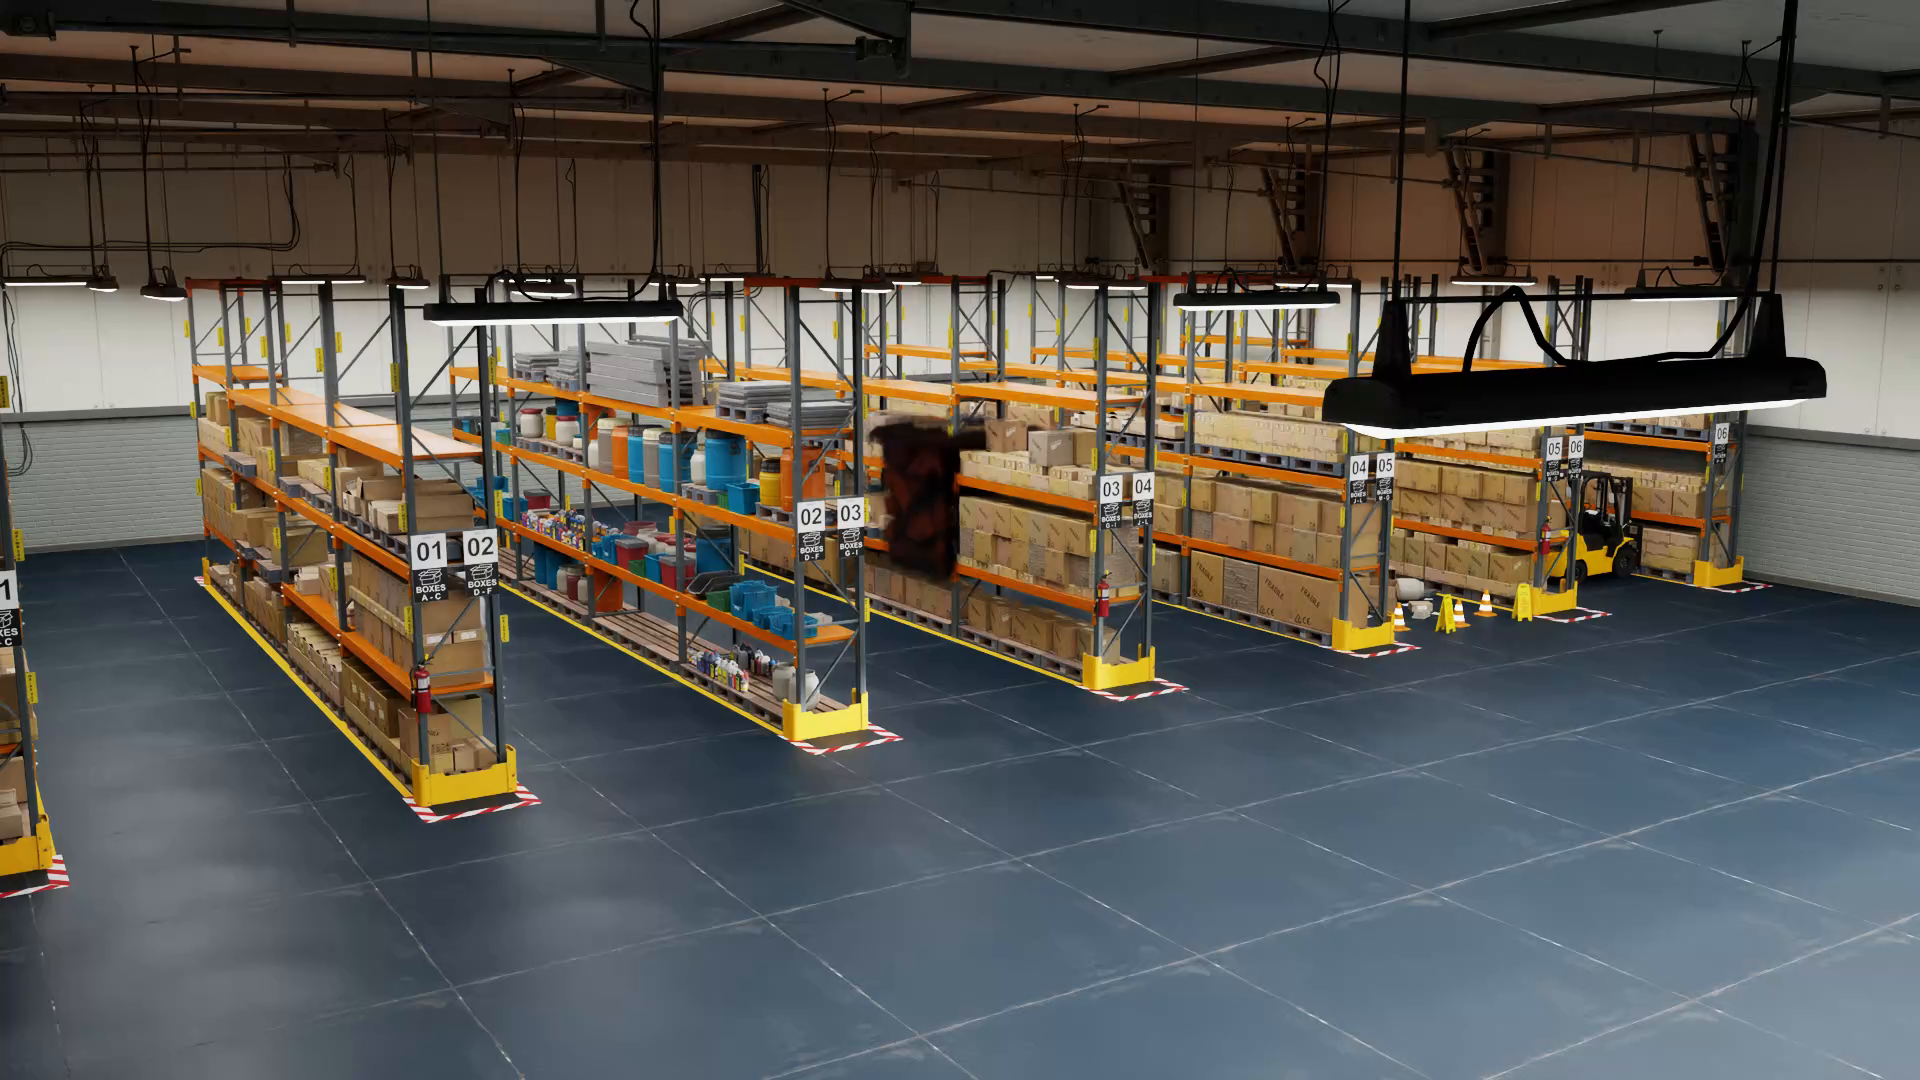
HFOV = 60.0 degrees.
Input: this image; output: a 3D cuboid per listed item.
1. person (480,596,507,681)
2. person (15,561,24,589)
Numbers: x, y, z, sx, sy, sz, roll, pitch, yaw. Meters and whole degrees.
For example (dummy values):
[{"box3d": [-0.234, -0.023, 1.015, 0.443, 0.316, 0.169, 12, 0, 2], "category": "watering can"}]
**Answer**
[{"box3d": [-7.229, 1.326, 24.886, 0.650, 1.759, 0.581, 2, 10, 9], "category": "person"}, {"box3d": [-18.509, 0.089, 32.065, 0.655, 1.758, 0.609, -5, 11, -30], "category": "person"}]
